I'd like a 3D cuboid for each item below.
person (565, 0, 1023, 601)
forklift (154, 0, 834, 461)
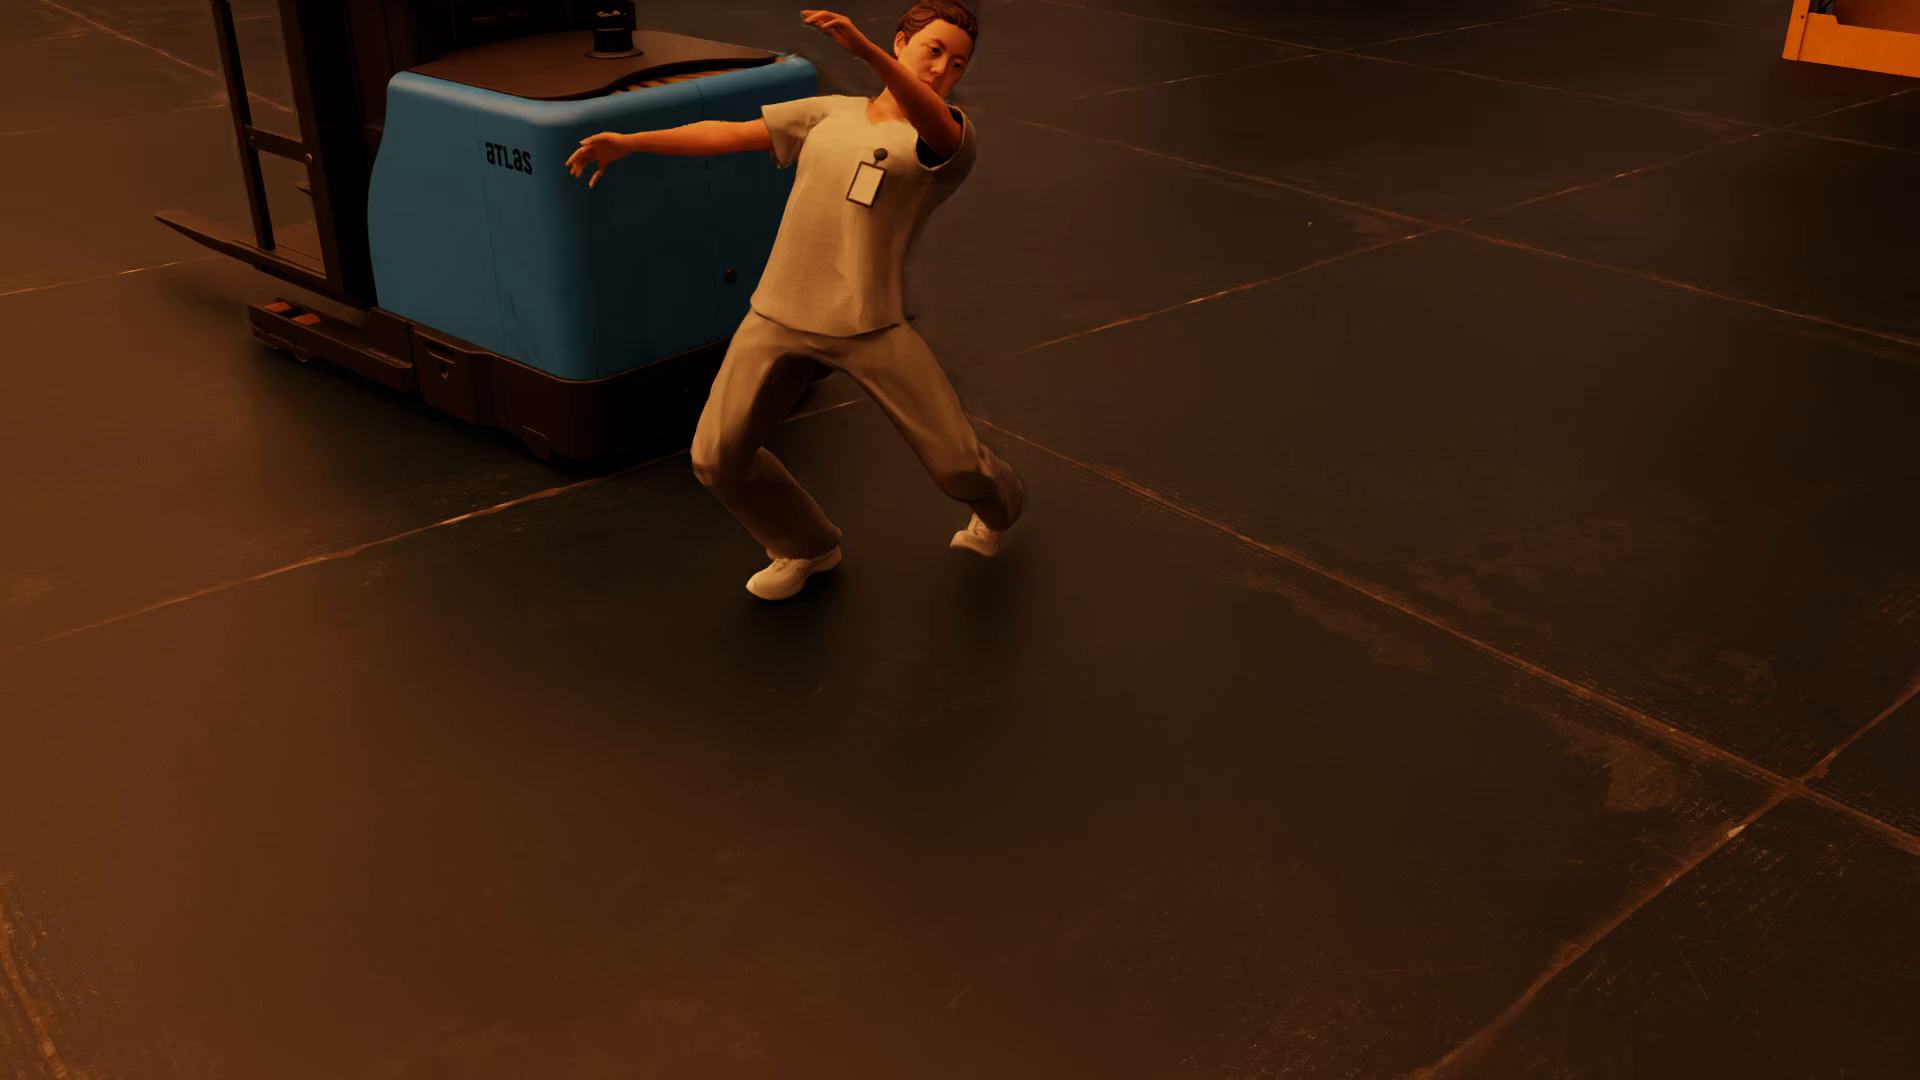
[{"bbox_3d":[-0.371,-0.540,3.912,1.004,1.467,0.693,6,27,11],"label":"person"},{"bbox_3d":[-1.854,-2.079,5.394,3.031,2.935,1.130,21,33,36],"label":"forklift"}]
